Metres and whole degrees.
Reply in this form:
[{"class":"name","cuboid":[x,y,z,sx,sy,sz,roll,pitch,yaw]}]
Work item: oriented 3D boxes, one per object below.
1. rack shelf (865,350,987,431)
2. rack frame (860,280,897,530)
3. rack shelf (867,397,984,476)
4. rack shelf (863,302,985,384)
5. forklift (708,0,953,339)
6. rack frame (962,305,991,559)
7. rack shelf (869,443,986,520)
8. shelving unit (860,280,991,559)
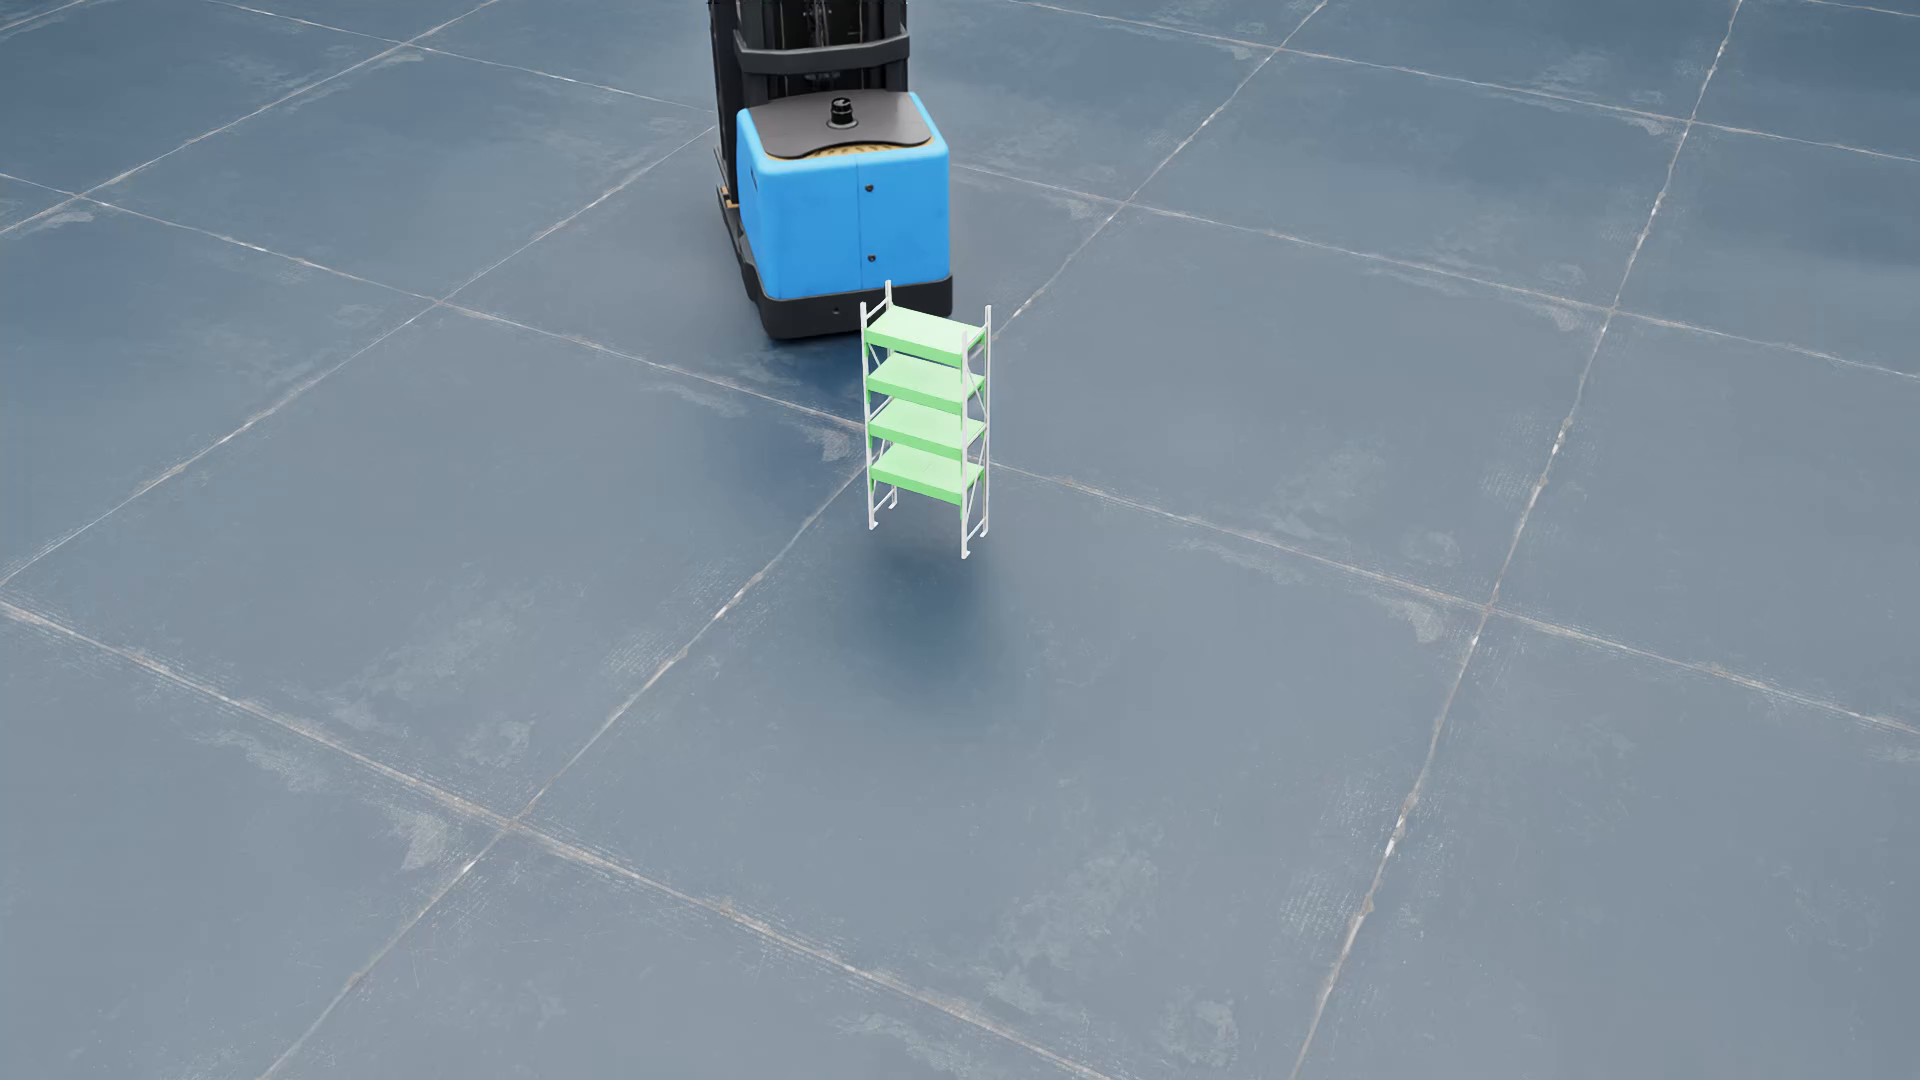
[{"class":"rack shelf","cuboid":[-0.147,-0.664,7.341,0.480,0.148,0.258,17,41,21]},{"class":"rack frame","cuboid":[-0.364,-0.592,7.537,0.015,1.200,0.240,17,41,21]},{"class":"rack shelf","cuboid":[-0.147,-0.473,7.487,0.480,0.148,0.258,17,41,21]},{"class":"rack shelf","cuboid":[-0.147,-0.855,7.196,0.480,0.148,0.258,17,41,21]},{"class":"forklift","cuboid":[-0.902,-3.158,9.486,1.130,2.935,3.031,-9,38,-11]},{"class":"rack frame","cuboid":[0.070,-0.456,7.358,0.015,1.200,0.240,17,41,21]},{"class":"rack shelf","cuboid":[-0.147,-0.282,7.632,0.480,0.148,0.258,17,41,21]},{"class":"shelving unit","cuboid":[-0.147,-0.524,7.448,0.503,1.200,0.258,17,41,21]}]
